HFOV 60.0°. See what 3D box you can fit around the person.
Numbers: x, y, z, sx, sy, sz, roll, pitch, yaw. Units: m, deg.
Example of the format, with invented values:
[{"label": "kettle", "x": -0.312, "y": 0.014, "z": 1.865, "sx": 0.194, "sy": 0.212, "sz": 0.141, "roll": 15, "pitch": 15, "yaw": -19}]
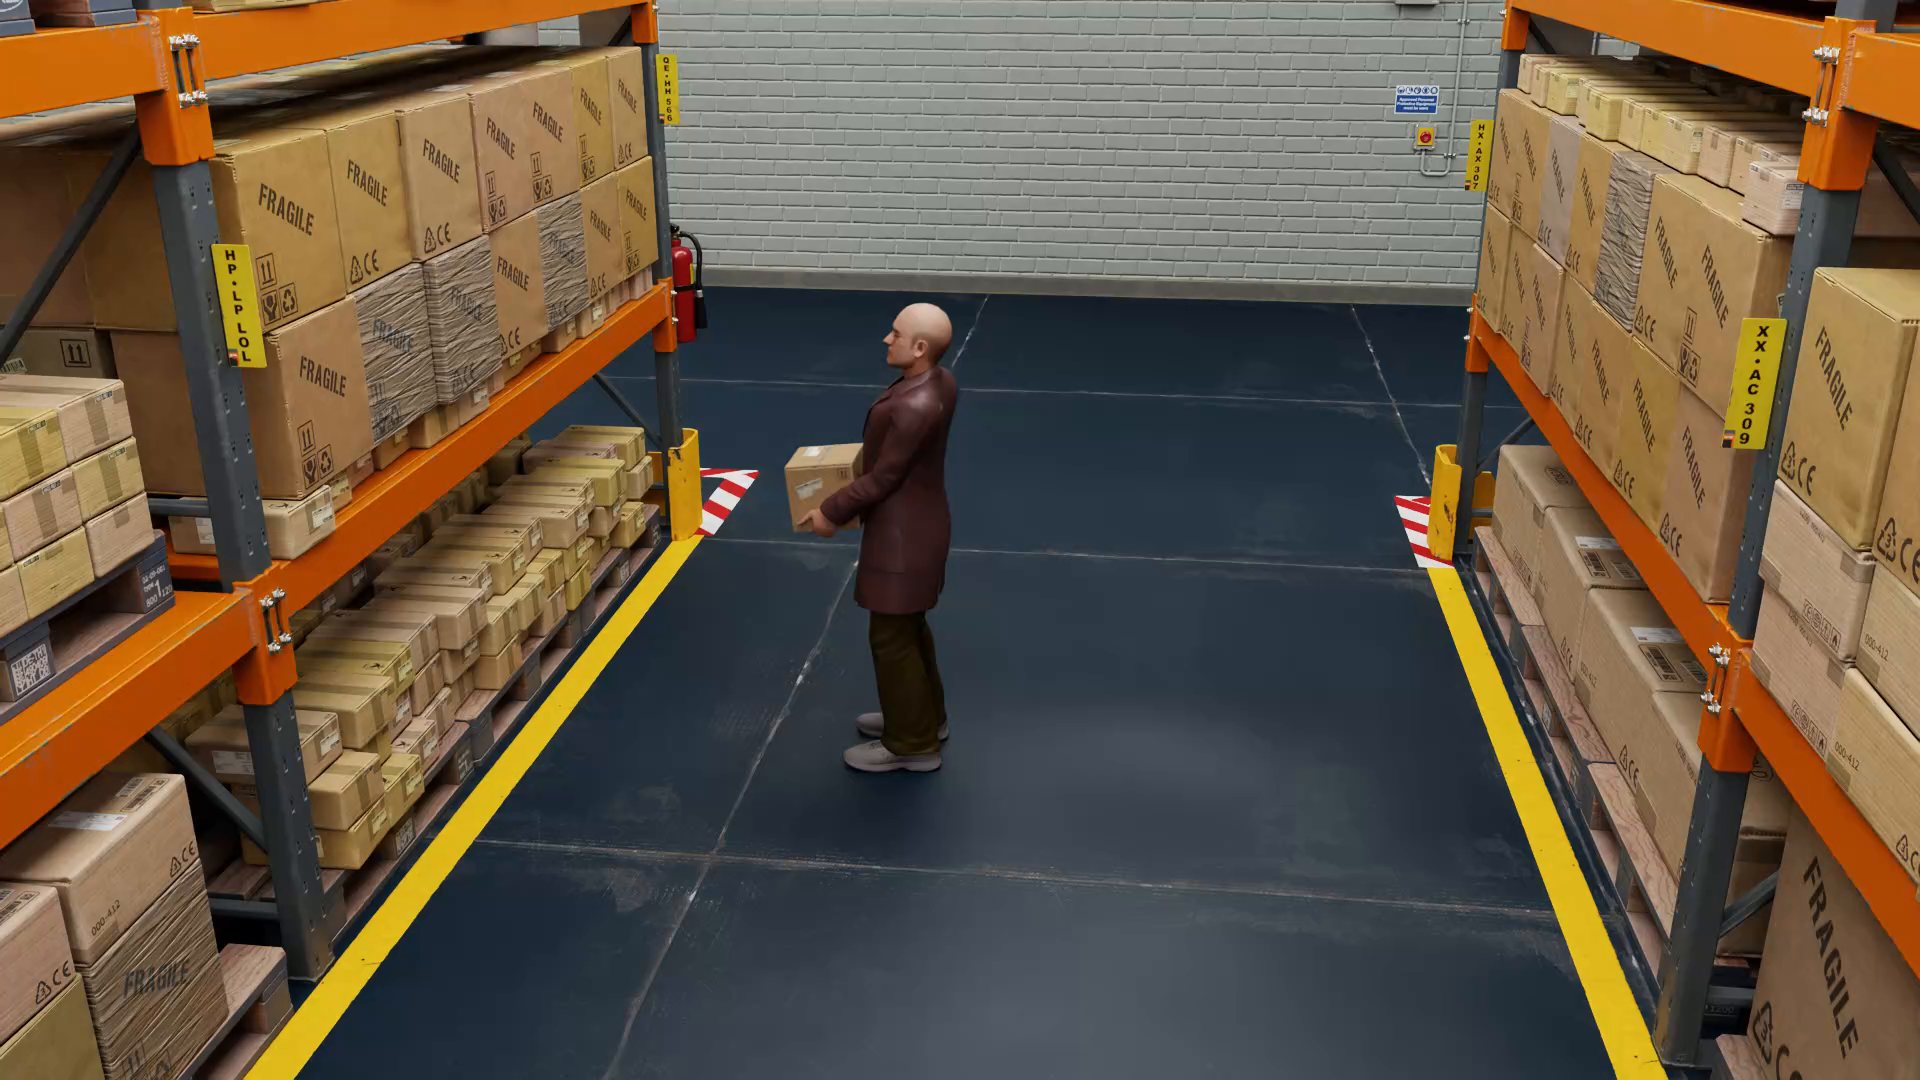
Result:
[{"label": "person", "x": -0.299, "y": -0.010, "z": 6.135, "sx": 0.555, "sy": 1.769, "sz": 0.531, "roll": 3, "pitch": 21, "yaw": 7}]
